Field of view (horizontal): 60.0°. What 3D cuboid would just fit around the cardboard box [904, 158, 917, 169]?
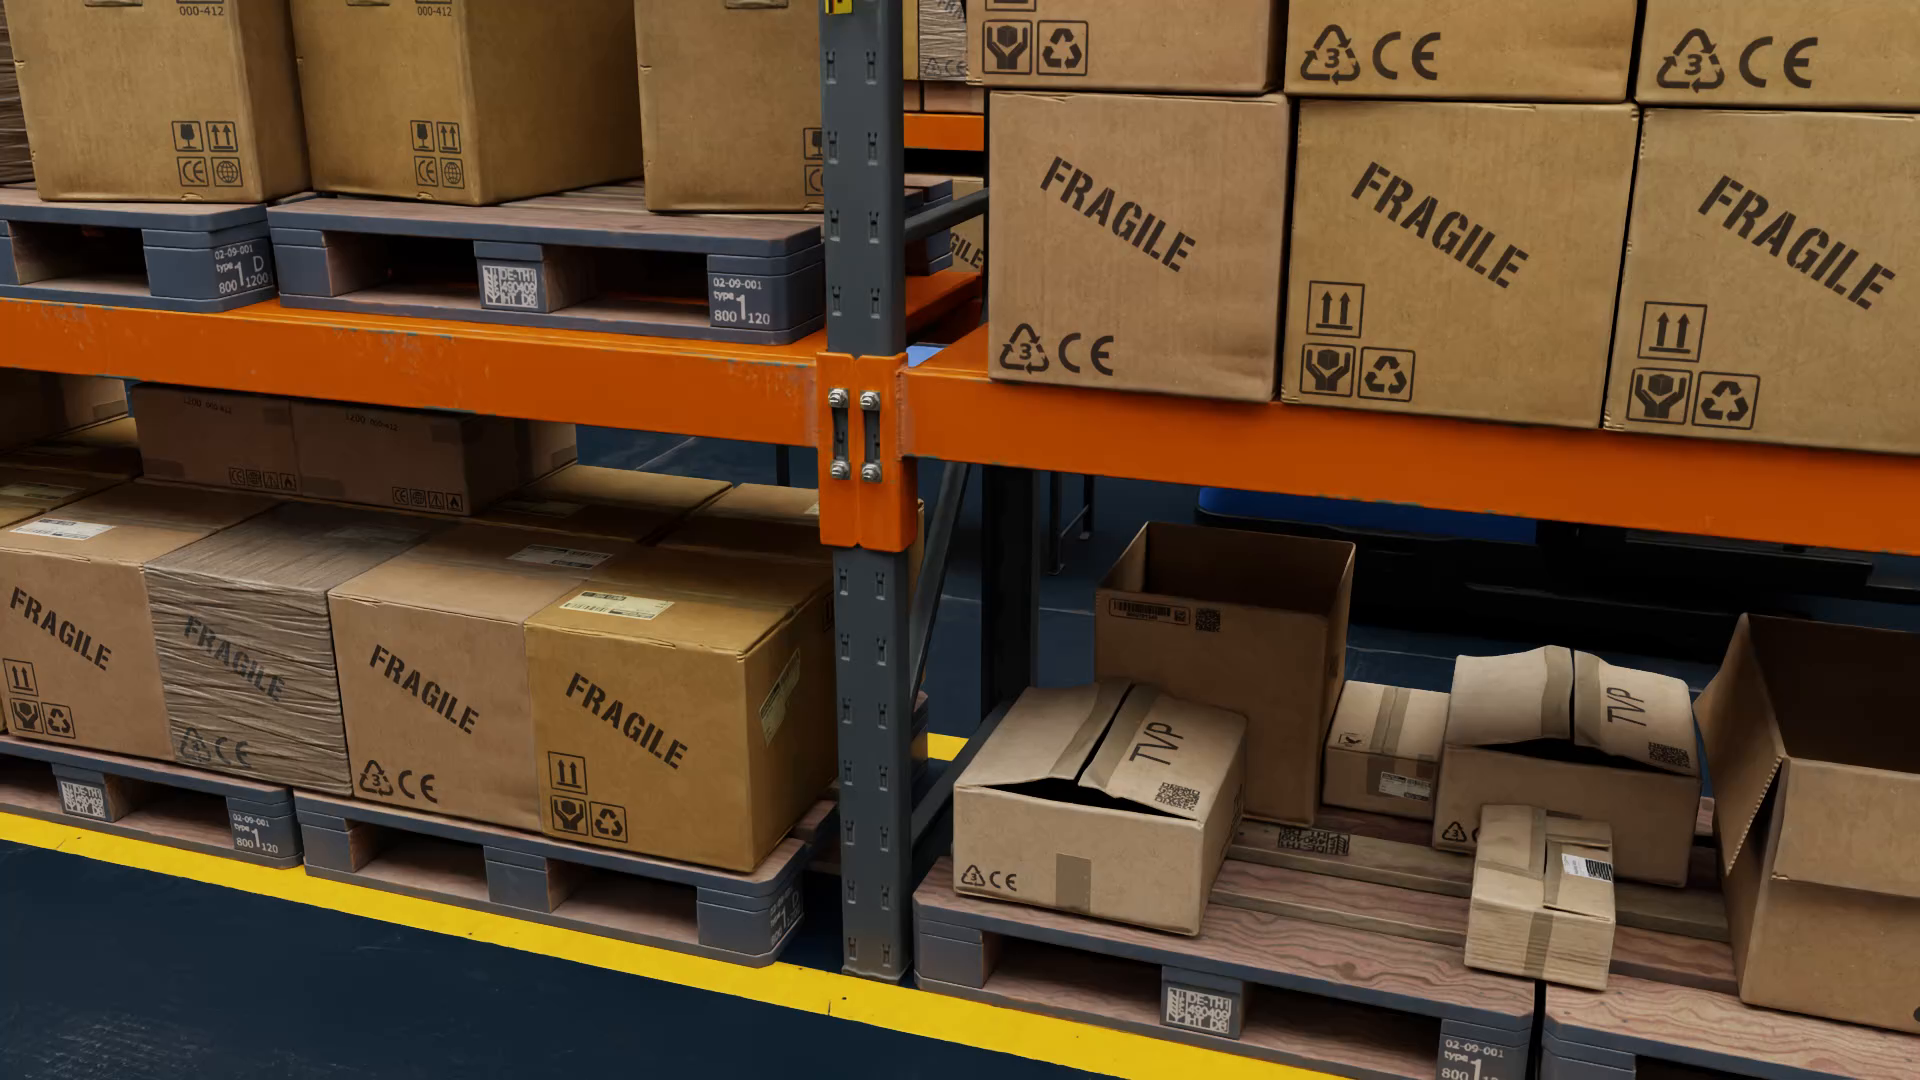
[{"bbox_3d":[-0.702,-1.596,8.727,0.750,0.750,0.750,6,20,18],"label":"cardboard box"}]

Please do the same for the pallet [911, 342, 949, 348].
[{"bbox_3d":[-0.311,-1.072,8.832,1.213,0.211,1.003,7,20,18],"label":"pallet"}]

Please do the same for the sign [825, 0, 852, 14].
[{"bbox_3d":[-0.202,-1.031,2.718,0.005,0.325,0.100,7,20,18],"label":"sign"}]

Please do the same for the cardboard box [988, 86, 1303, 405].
[{"bbox_3d":[0.369,-0.565,2.988,0.500,0.500,0.500,7,20,19],"label":"cardboard box"}]

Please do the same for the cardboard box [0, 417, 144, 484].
[{"bbox_3d":[-2.352,-0.033,4.742,0.500,0.500,0.500,6,20,16],"label":"cardboard box"}]

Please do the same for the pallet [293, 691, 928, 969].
[{"bbox_3d":[-0.804,0.583,4.082,1.213,0.211,1.003,7,20,18],"label":"pallet"}]

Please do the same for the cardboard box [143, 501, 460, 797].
[{"bbox_3d":[-1.521,0.241,3.958,0.500,0.500,0.500,7,20,19],"label":"cardboard box"}]

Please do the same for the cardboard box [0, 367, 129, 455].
[{"bbox_3d":[-2.786,-0.438,4.766,0.500,0.250,0.500,7,21,20],"label":"cardboard box"}]

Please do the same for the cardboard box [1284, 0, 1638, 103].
[{"bbox_3d":[0.817,-0.983,2.667,0.500,0.500,0.500,6,20,16],"label":"cardboard box"}]

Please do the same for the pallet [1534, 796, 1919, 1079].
[{"bbox_3d":[1.782,0.865,3.274,1.213,0.211,1.003,7,20,18],"label":"pallet"}]

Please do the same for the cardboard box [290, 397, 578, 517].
[{"bbox_3d":[-1.345,-0.275,4.298,0.500,0.250,0.500,7,20,18],"label":"cardboard box"}]

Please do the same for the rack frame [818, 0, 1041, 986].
[{"bbox_3d":[-0.023,-0.657,3.405,0.127,3.000,1.000,7,20,18],"label":"rack frame"}]

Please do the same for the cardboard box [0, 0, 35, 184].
[{"bbox_3d":[-2.368,-1.144,4.011,0.500,0.500,0.700,11,22,28],"label":"cardboard box"}]

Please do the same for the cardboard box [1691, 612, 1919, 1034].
[{"bbox_3d":[1.753,0.515,3.166,0.637,0.503,0.797,7,20,18],"label":"cardboard box"}]

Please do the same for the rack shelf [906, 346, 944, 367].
[{"bbox_3d":[-0.081,-0.548,5.915,1.000,0.185,0.538,7,20,18],"label":"rack shelf"}]

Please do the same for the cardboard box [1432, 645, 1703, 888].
[{"bbox_3d":[1.317,0.459,3.619,0.500,0.311,0.500,7,20,18],"label":"cardboard box"}]

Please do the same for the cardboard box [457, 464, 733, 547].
[{"bbox_3d":[-0.907,0.133,4.267,0.500,0.500,0.500,7,20,19],"label":"cardboard box"}]

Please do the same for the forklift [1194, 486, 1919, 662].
[{"bbox_3d":[2.347,-1.193,5.046,3.031,2.935,1.130,6,20,17],"label":"forklift"}]

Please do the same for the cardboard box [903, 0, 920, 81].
[{"bbox_3d":[-0.350,-2.528,8.137,0.500,0.500,0.500,7,20,20],"label":"cardboard box"}]

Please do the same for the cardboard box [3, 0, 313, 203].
[{"bbox_3d":[-1.712,-1.075,3.812,0.500,0.500,0.700,1,19,4],"label":"cardboard box"}]

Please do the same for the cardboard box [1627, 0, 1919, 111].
[{"bbox_3d":[1.303,-0.927,2.508,0.500,0.500,0.500,6,20,16],"label":"cardboard box"}]

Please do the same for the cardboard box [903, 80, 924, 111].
[{"bbox_3d":[-0.246,-2.220,8.240,0.250,0.149,0.380,7,20,20],"label":"cardboard box"}]

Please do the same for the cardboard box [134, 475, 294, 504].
[{"bbox_3d":[-1.854,0.022,4.585,0.500,0.500,0.500,6,20,16],"label":"cardboard box"}]

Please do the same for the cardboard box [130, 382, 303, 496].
[{"bbox_3d":[-1.819,-0.329,4.453,0.500,0.250,0.500,6,20,17],"label":"cardboard box"}]

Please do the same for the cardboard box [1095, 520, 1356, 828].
[{"bbox_3d":[0.608,0.289,3.820,0.500,0.500,0.500,7,20,18],"label":"cardboard box"}]

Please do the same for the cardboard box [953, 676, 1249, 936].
[{"bbox_3d":[0.303,0.517,3.452,0.500,0.311,0.500,7,20,18],"label":"cardboard box"}]

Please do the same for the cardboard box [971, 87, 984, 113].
[{"bbox_3d":[0.233,-2.157,8.057,0.250,0.149,0.380,7,20,18],"label":"cardboard box"}]

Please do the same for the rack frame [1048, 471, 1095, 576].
[{"bbox_3d":[0.400,-0.663,5.698,0.032,1.500,0.500,7,20,18],"label":"rack frame"}]

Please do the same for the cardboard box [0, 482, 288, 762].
[{"bbox_3d":[-2.002,0.186,4.113,0.500,0.500,0.500,6,20,16],"label":"cardboard box"}]

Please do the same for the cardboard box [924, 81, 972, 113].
[{"bbox_3d":[0.001,-2.188,8.148,0.250,0.149,0.380,6,20,17],"label":"cardboard box"}]

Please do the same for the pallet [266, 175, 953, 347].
[{"bbox_3d":[-0.742,-0.687,3.782,1.213,0.211,1.003,7,20,18],"label":"pallet"}]

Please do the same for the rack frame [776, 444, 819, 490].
[{"bbox_3d":[-0.561,-0.772,6.013,0.032,1.500,0.500,7,20,18],"label":"rack frame"}]

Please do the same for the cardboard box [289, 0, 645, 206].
[{"bbox_3d":[-1.067,-1.078,3.822,0.500,0.500,0.700,10,22,27],"label":"cardboard box"}]

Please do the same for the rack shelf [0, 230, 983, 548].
[{"bbox_3d":[-1.912,-0.534,4.143,4.000,0.370,1.077,7,20,18],"label":"rack shelf"}]

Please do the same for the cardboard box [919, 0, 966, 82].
[{"bbox_3d":[0.124,-2.476,7.987,0.500,0.500,0.500,7,20,18],"label":"cardboard box"}]

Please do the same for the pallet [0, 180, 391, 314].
[{"bbox_3d":[-1.963,-0.790,4.078,1.213,0.211,1.003,7,20,18],"label":"pallet"}]

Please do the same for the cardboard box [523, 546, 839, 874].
[{"bbox_3d":[-0.583,0.351,3.641,0.500,0.500,0.500,6,20,18],"label":"cardboard box"}]

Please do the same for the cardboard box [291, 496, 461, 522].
[{"bbox_3d":[-1.377,0.077,4.428,0.500,0.500,0.500,7,20,19],"label":"cardboard box"}]

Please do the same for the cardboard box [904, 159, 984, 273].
[{"bbox_3d":[0.102,-1.506,8.468,0.750,0.750,0.750,7,20,20],"label":"cardboard box"}]

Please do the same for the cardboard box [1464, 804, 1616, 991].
[{"bbox_3d":[1.123,0.676,3.217,0.250,0.166,0.380,7,20,18],"label":"cardboard box"}]

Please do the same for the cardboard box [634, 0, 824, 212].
[{"bbox_3d":[-0.397,-1.024,3.666,0.500,0.500,0.700,0,19,0],"label":"cardboard box"}]

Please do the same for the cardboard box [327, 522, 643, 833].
[{"bbox_3d":[-1.047,0.295,3.802,0.500,0.500,0.500,7,20,18],"label":"cardboard box"}]

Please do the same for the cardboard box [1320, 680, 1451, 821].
[{"bbox_3d":[0.982,0.476,3.816,0.250,0.149,0.380,7,20,18],"label":"cardboard box"}]

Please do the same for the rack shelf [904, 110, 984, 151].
[{"bbox_3d":[-0.290,-2.074,8.563,4.000,0.370,1.077,7,20,18],"label":"rack shelf"}]

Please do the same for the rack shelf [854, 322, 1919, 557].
[{"bbox_3d":[1.866,-0.102,2.904,4.000,0.370,1.077,7,20,18],"label":"rack shelf"}]

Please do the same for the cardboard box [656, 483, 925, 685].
[{"bbox_3d":[-0.400,0.187,4.111,0.500,0.500,0.500,6,20,16],"label":"cardboard box"}]

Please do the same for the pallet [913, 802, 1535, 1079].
[{"bbox_3d":[0.626,0.734,3.650,1.213,0.211,1.003,7,20,18],"label":"pallet"}]

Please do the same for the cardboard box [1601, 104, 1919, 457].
[{"bbox_3d":[1.326,-0.456,2.675,0.500,0.500,0.500,6,20,18],"label":"cardboard box"}]

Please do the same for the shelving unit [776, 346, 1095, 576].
[{"bbox_3d":[-0.081,-0.717,5.856,1.048,1.500,0.538,7,20,18],"label":"shelving unit"}]

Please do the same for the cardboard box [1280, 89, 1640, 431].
[{"bbox_3d":[0.854,-0.511,2.832,0.500,0.500,0.500,7,20,19],"label":"cardboard box"}]

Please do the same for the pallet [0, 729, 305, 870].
[{"bbox_3d":[-1.960,0.452,4.459,1.213,0.211,1.003,7,20,18],"label":"pallet"}]

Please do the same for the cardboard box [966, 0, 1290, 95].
[{"bbox_3d":[0.330,-1.038,2.827,0.500,0.500,0.500,7,20,19],"label":"cardboard box"}]

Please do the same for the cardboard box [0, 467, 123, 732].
[{"bbox_3d":[-2.497,0.132,4.270,0.500,0.500,0.500,6,20,17],"label":"cardboard box"}]
